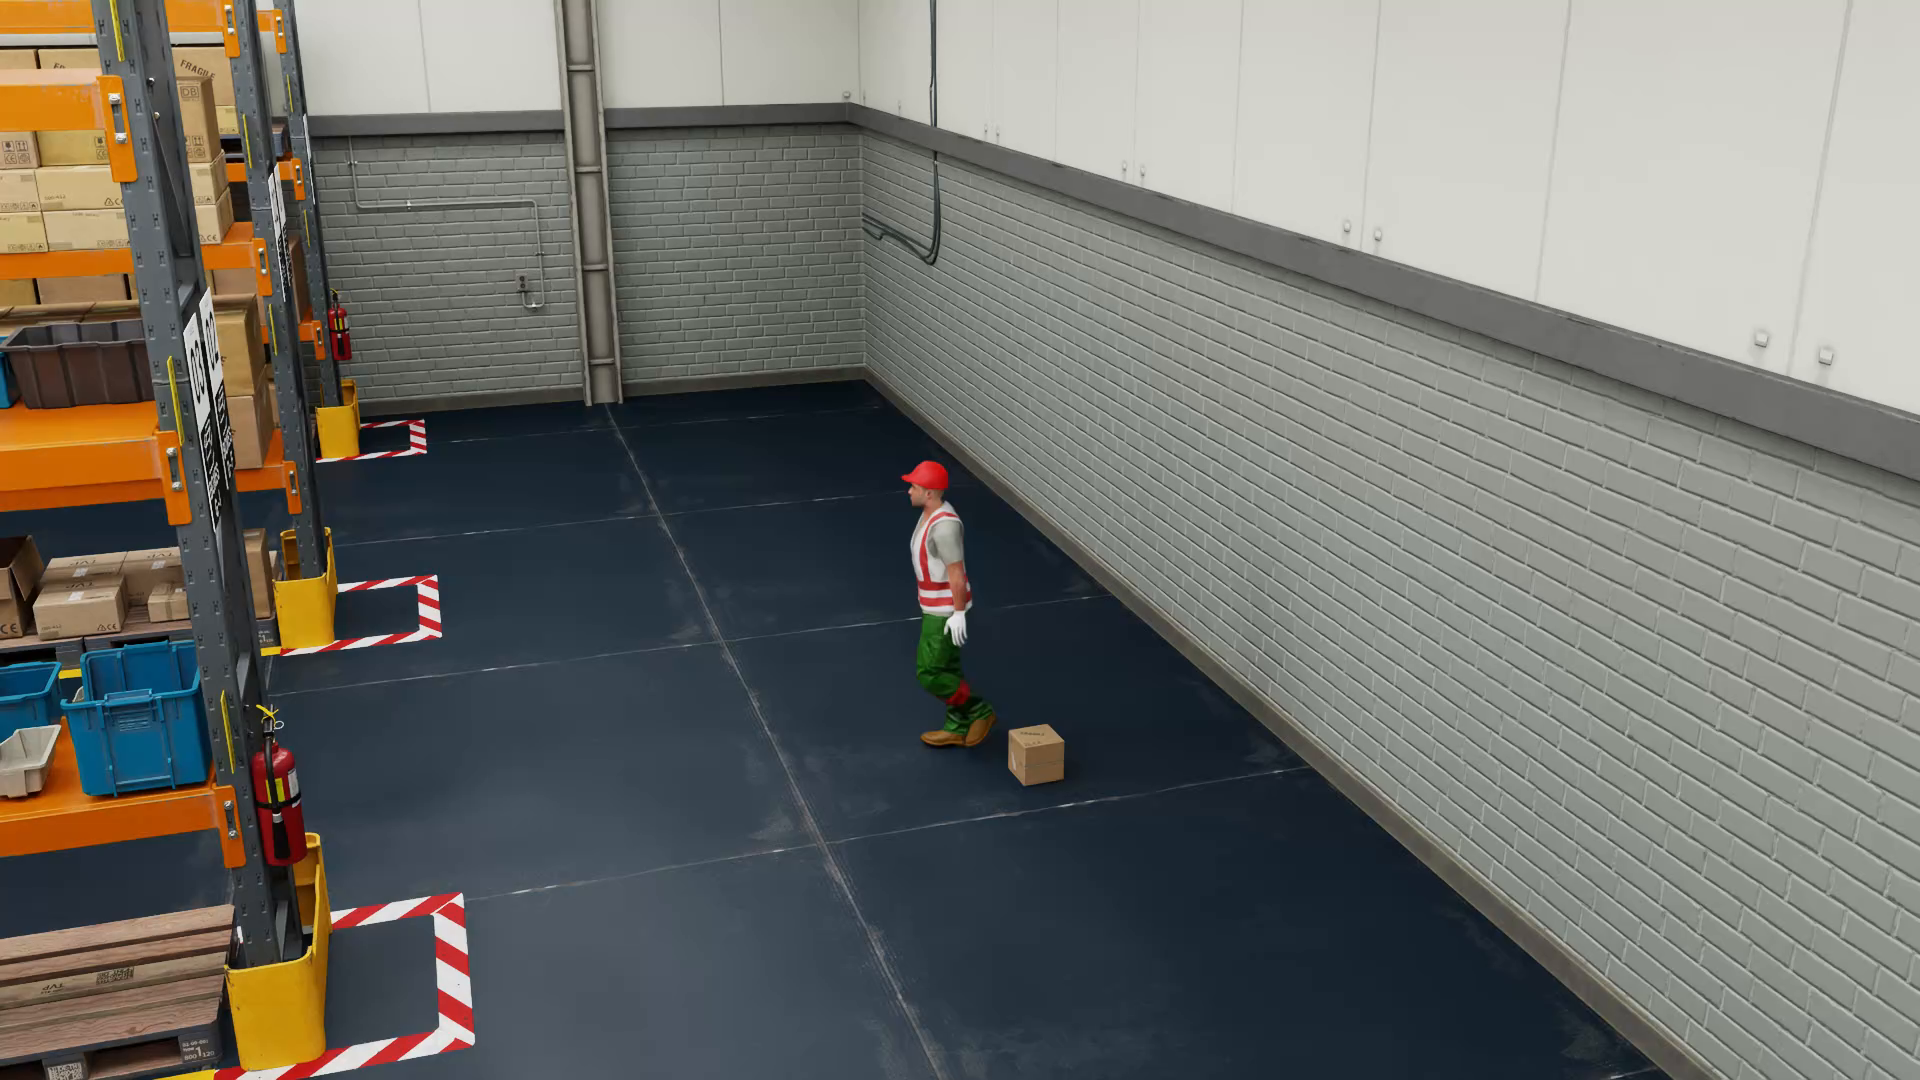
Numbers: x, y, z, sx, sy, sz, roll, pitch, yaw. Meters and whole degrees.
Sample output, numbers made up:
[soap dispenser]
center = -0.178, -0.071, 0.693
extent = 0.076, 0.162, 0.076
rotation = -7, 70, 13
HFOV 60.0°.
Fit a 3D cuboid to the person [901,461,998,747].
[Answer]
[person]
center = -0.057, 0.402, 9.848
extent = 0.548, 1.782, 0.588
rotation = -3, 19, -8
